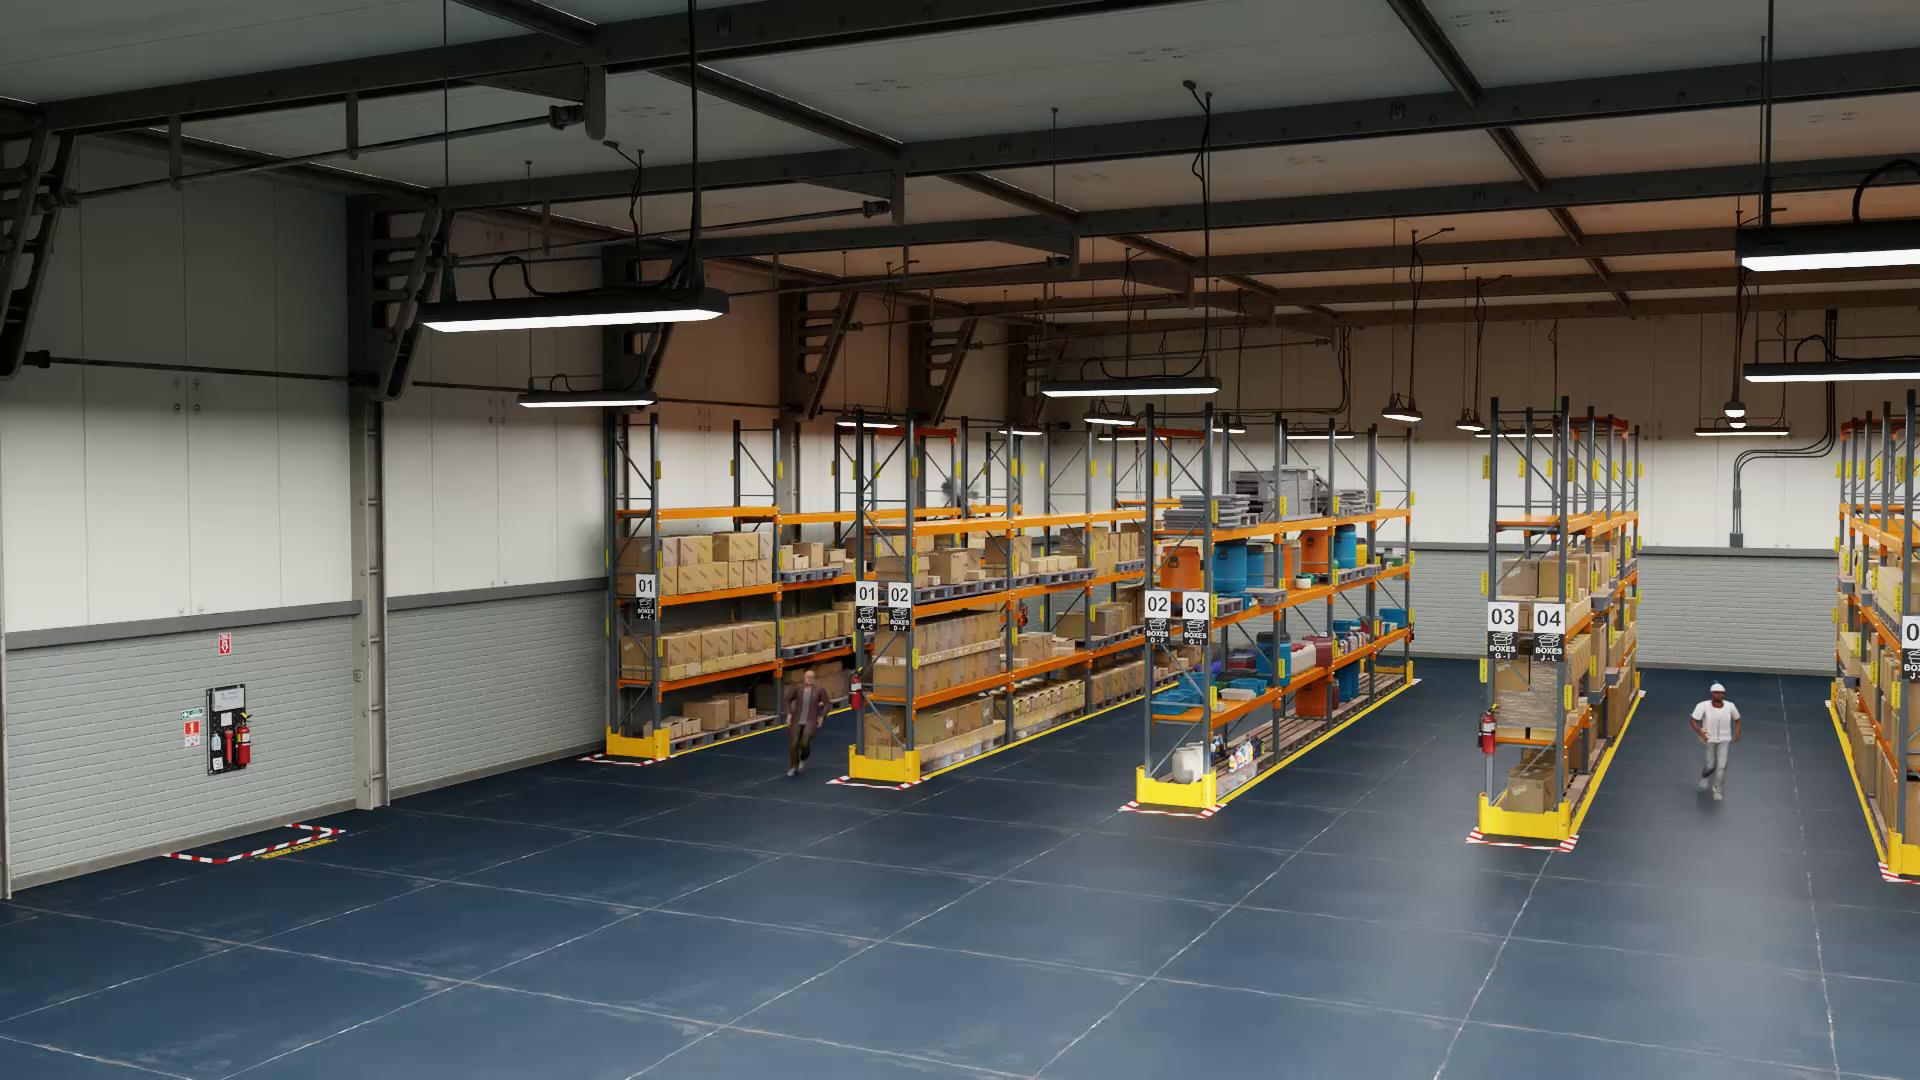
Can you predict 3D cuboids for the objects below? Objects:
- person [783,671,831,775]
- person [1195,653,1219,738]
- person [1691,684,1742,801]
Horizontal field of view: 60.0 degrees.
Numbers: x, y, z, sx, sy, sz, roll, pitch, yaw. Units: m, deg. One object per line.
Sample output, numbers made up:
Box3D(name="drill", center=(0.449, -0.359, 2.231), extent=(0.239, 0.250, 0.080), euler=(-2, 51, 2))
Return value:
Box3D(name="person", center=(-2.533, 3.006, 27.294), extent=(0.766, 1.724, 0.561), euler=(0, 2, 6))
Box3D(name="person", center=(4.555, 2.883, 30.983), extent=(0.558, 1.654, 0.619), euler=(1, 3, 25))
Box3D(name="person", center=(11.569, 3.067, 25.434), extent=(0.726, 1.752, 0.720), euler=(1, 2, 14))
